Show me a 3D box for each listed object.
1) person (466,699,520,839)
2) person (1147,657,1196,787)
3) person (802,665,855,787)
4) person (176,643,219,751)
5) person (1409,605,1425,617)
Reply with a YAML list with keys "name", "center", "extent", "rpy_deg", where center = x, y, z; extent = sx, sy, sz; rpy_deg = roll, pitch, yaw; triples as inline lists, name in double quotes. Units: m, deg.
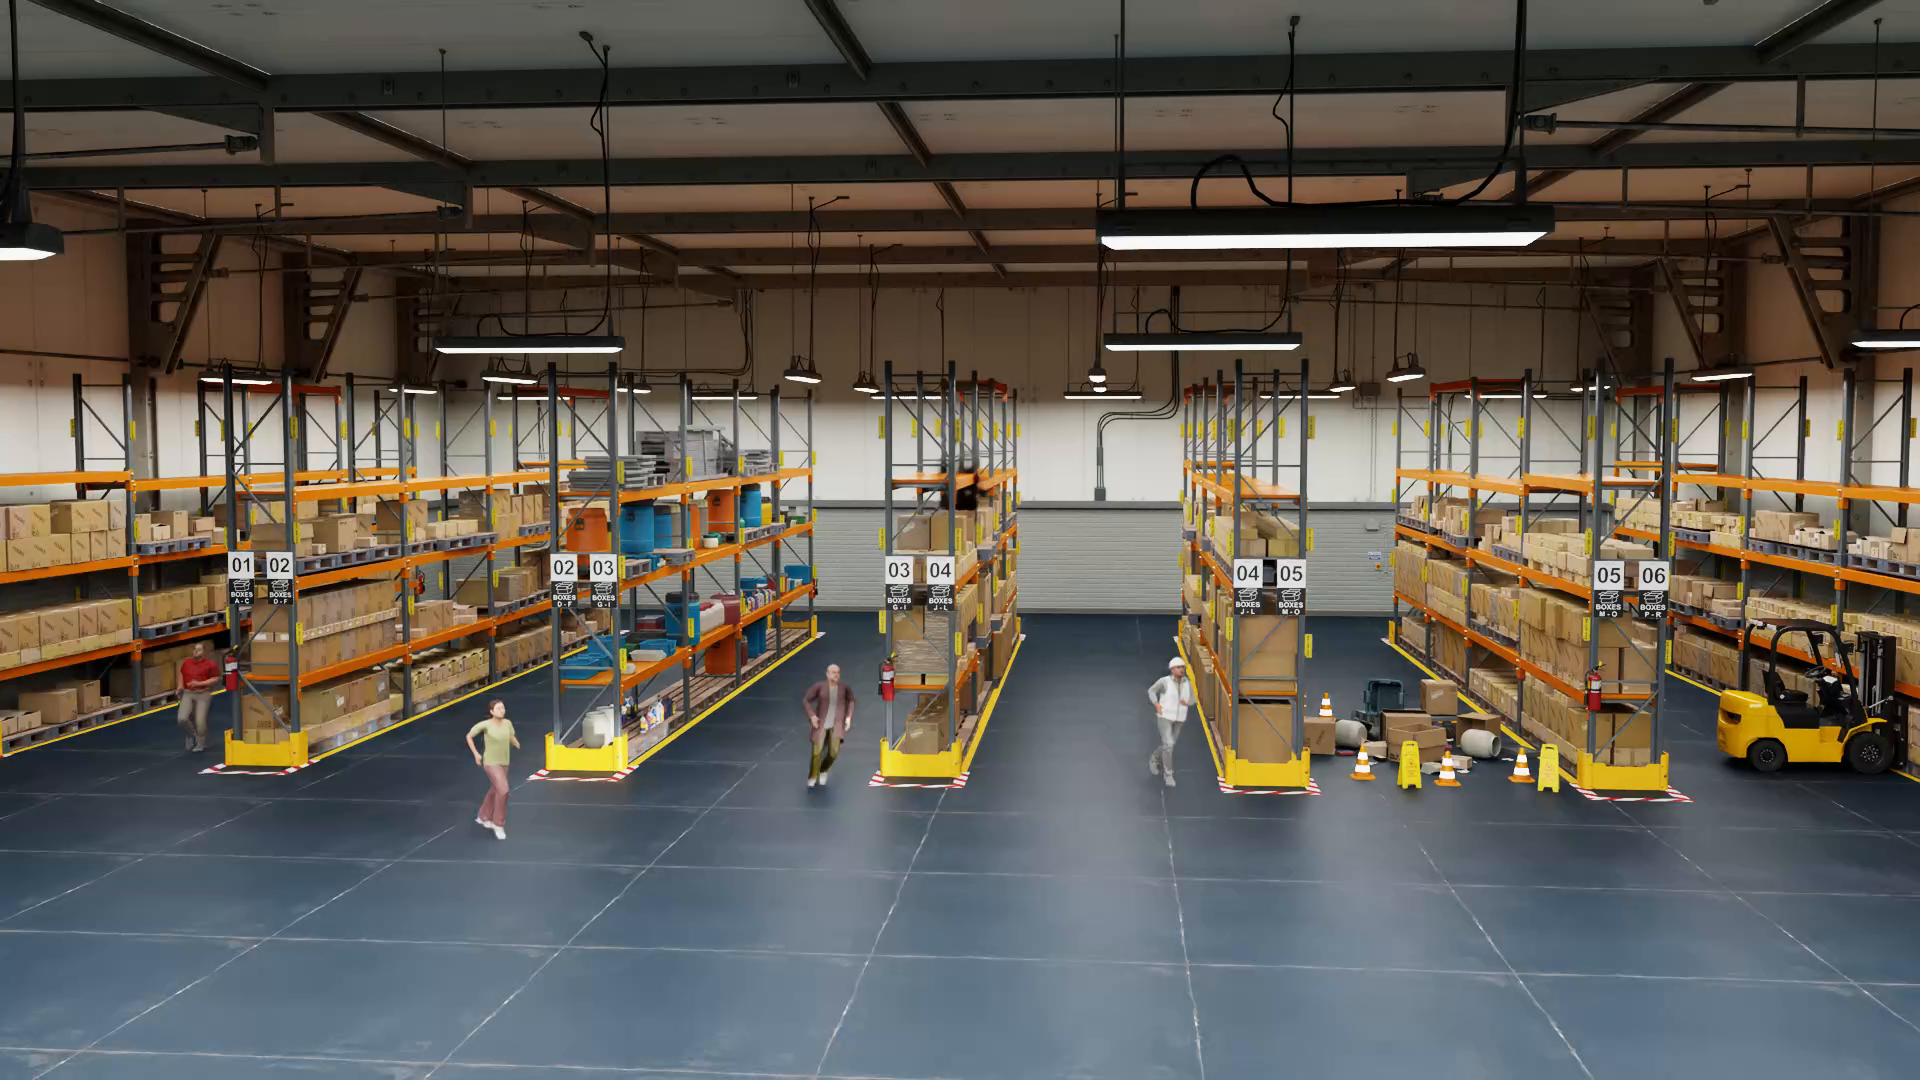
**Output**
- name: "person"
  center: [-5.763, 2.926, 20.643]
  extent: [0.728, 1.515, 0.546]
  rpy_deg: [2, 4, 33]
- name: "person"
  center: [3.052, 2.570, 23.834]
  extent: [0.660, 1.795, 0.872]
  rpy_deg: [-1, 4, -21]
- name: "person"
  center: [-1.826, 2.607, 23.337]
  extent: [0.774, 1.717, 0.585]
  rpy_deg: [-1, 4, -11]
- name: "person"
  center: [-11.898, 2.456, 25.920]
  extent: [0.653, 1.685, 0.618]
  rpy_deg: [-1, 4, -8]
- name: "person"
  center: [11.107, 1.458, 40.432]
  extent: [0.751, 1.699, 0.953]
  rpy_deg: [-3, 5, -43]
